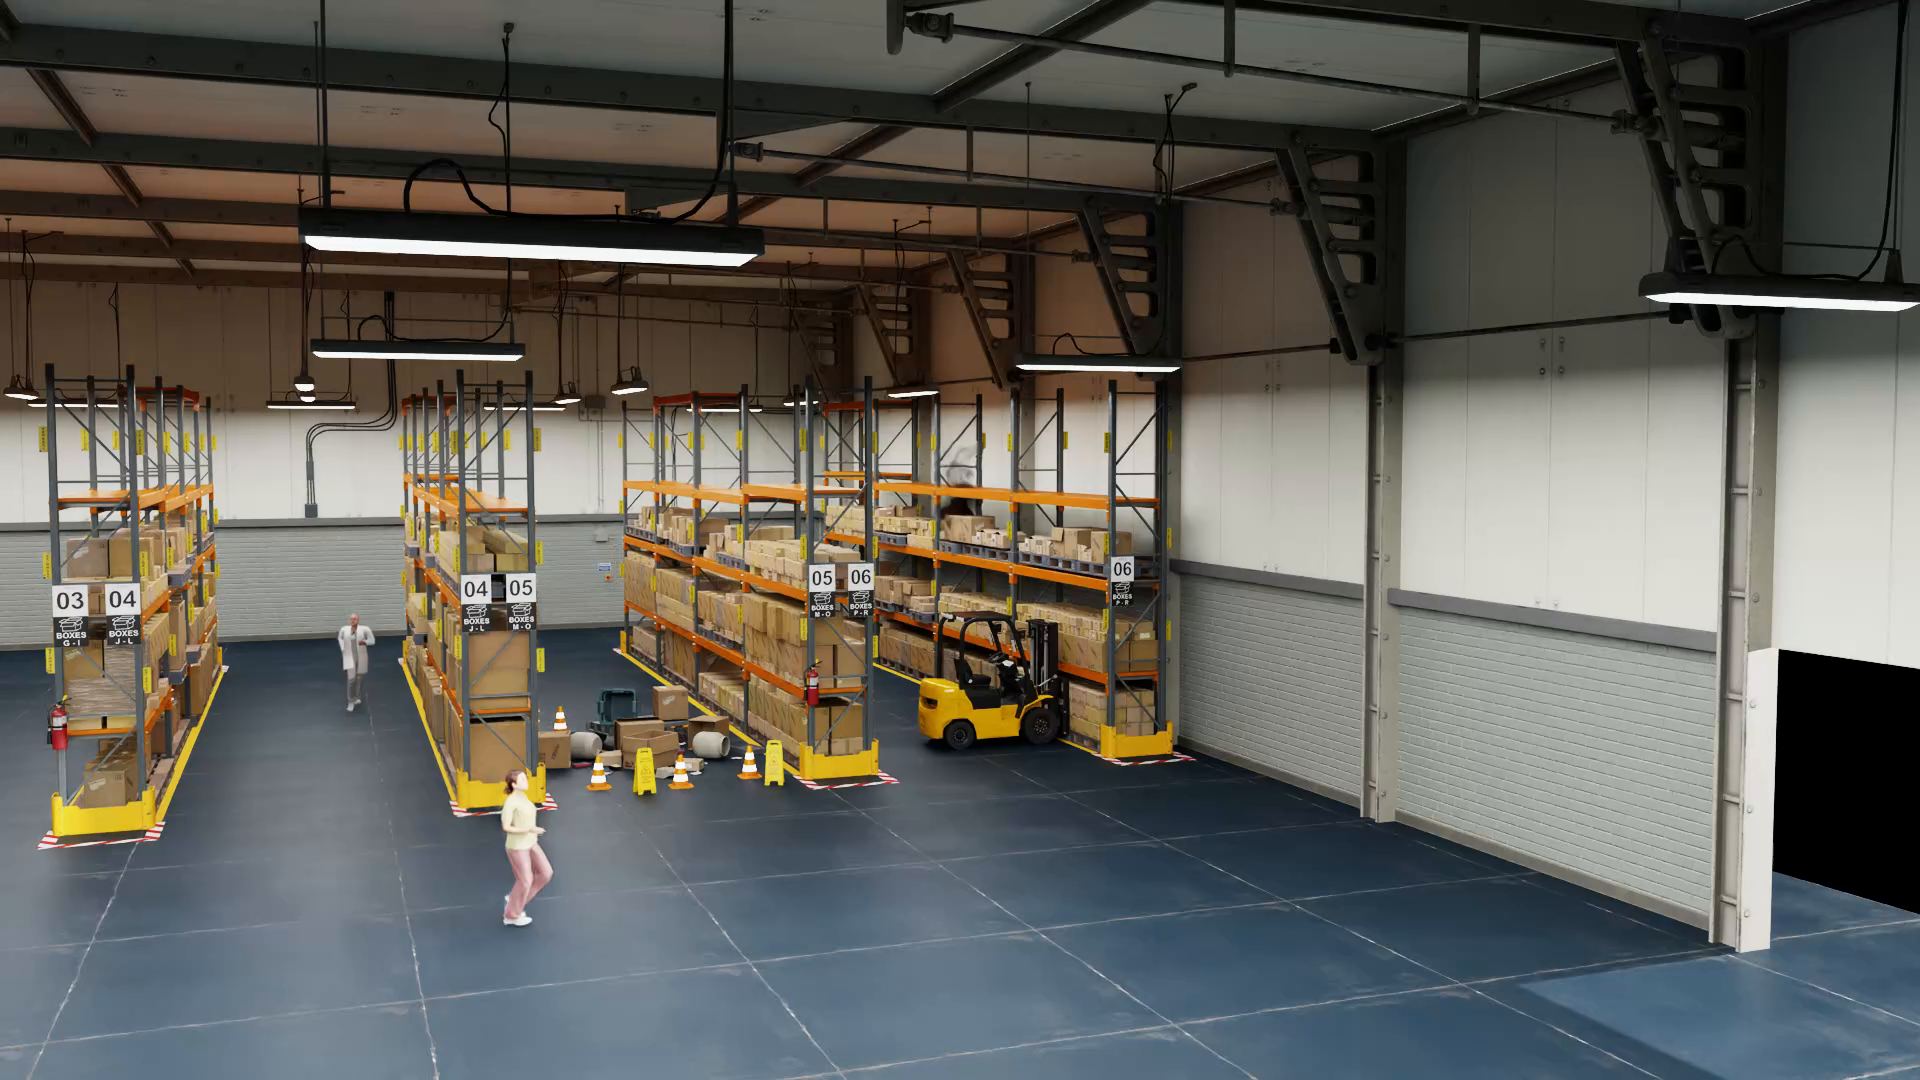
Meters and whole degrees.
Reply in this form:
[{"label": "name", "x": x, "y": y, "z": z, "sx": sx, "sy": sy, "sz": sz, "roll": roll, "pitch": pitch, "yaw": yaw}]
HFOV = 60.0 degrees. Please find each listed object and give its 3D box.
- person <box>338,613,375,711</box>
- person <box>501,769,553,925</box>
[{"label": "person", "x": -11.366, "y": 2.301, "z": 31.337, "sx": 0.665, "sy": 1.857, "sz": 0.847, "roll": -1, "pitch": 4, "yaw": -18}, {"label": "person", "x": -4.483, "y": 3.169, "z": 17.188, "sx": 0.526, "sy": 1.627, "sz": 0.570, "roll": 1, "pitch": 3, "yaw": 12}]
